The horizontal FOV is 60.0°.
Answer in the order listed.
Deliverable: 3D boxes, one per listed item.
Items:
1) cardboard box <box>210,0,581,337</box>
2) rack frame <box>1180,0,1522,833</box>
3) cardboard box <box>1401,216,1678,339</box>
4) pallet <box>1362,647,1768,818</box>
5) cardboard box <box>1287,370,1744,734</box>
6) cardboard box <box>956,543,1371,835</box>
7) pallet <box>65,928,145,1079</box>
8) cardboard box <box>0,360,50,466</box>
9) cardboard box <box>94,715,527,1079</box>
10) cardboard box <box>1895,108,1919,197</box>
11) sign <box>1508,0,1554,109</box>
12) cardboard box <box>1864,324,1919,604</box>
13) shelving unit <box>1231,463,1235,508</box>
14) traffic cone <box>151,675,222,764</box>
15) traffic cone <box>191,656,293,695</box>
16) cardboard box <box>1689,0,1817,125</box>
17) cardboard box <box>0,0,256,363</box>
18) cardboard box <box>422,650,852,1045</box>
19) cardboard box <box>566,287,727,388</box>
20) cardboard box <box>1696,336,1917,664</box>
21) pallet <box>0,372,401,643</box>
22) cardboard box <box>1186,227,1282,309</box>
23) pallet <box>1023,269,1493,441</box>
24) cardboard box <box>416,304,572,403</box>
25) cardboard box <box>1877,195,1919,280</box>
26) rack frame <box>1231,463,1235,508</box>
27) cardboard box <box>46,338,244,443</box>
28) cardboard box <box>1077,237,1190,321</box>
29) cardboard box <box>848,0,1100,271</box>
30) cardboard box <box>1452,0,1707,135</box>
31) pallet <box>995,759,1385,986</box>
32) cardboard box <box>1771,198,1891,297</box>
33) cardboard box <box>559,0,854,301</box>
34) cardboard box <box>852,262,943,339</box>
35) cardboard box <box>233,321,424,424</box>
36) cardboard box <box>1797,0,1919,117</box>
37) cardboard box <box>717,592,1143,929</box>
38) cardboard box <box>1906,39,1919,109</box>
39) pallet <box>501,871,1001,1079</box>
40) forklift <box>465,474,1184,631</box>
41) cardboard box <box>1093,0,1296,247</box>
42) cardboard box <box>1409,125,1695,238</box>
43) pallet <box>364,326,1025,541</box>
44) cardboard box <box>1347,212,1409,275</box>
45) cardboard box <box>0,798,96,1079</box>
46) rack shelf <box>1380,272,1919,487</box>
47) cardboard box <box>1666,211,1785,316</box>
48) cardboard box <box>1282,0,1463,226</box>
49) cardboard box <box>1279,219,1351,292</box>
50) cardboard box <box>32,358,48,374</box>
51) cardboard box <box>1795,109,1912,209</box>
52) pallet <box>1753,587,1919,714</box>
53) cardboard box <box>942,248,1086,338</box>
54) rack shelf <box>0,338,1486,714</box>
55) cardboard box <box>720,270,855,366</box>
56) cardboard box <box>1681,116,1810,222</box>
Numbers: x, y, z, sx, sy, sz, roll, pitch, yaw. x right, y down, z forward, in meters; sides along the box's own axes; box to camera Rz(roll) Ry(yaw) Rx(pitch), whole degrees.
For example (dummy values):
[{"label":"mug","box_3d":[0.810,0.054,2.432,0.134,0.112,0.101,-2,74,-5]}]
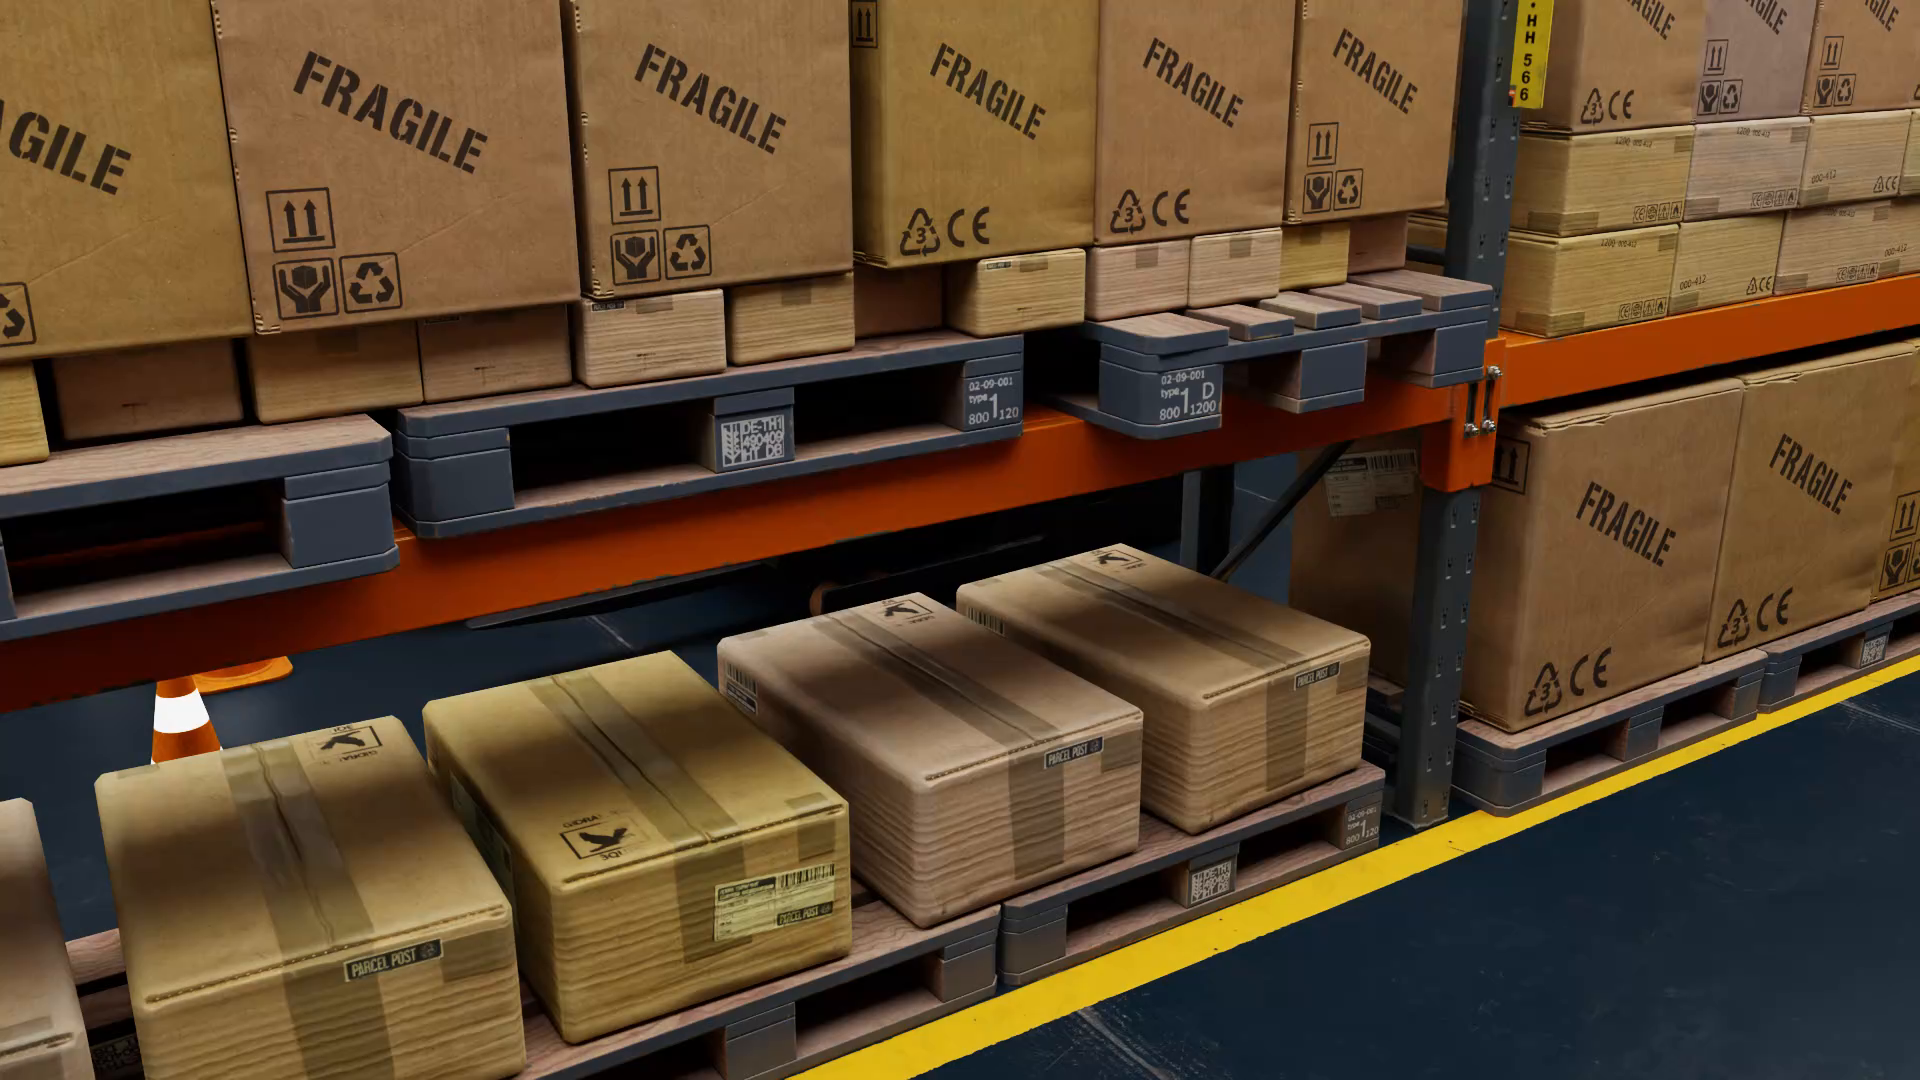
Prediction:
[{"label":"cardboard box","box_3d":[-0.960,-0.644,2.689,0.500,0.500,0.500,-12,22,-32]},{"label":"rack frame","box_3d":[0.993,-0.784,4.379,0.127,3.000,1.000,-12,22,-31]},{"label":"cardboard box","box_3d":[1.540,-0.731,4.459,0.500,0.250,0.500,-12,22,-32]},{"label":"pallet","box_3d":[1.693,0.419,5.177,1.213,0.211,1.003,-12,22,-31]},{"label":"cardboard box","box_3d":[1.616,-0.075,4.946,0.875,0.875,0.875,-12,22,-32]},{"label":"cardboard box","box_3d":[0.516,0.359,4.446,0.625,0.372,0.950,-14,23,-35]},{"label":"pallet","box_3d":[-1.698,1.104,3.148,1.213,0.211,1.003,-12,22,-31]},{"label":"cardboard box","box_3d":[-1.499,-0.213,2.429,0.250,0.149,0.380,-11,22,-30]},{"label":"cardboard box","box_3d":[-1.312,0.746,3.301,0.625,0.372,0.950,-10,21,-28]},{"label":"cardboard box","box_3d":[2.838,-1.234,5.164,0.500,0.250,0.500,-11,22,-30]},{"label":"sign","box_3d":[1.300,-1.151,3.782,0.005,0.325,0.100,-12,22,-31]},{"label":"cardboard box","box_3d":[3.110,-0.389,5.873,0.875,0.875,0.875,-11,22,-30]},{"label":"shelving unit","box_3d":[1.004,-0.708,6.952,0.258,1.200,0.189,-16,22,-40]},{"label":"traffic cone","box_3d":[-2.082,0.530,4.455,0.334,0.463,0.336,-12,22,-31]},{"label":"traffic cone","box_3d":[-2.390,0.211,5.397,0.334,0.463,0.336,-12,22,-31]},{"label":"cardboard box","box_3d":[1.949,-1.416,4.532,0.500,0.500,0.500,-12,22,-31]},{"label":"cardboard box","box_3d":[-1.380,-0.560,2.443,0.500,0.500,0.500,-12,22,-31]},{"label":"cardboard box","box_3d":[-0.733,0.623,3.665,0.625,0.372,0.950,-11,22,-30]},{"label":"cardboard box","box_3d":[-0.608,-0.394,2.963,0.250,0.149,0.380,-11,22,-29]},{"label":"cardboard box","box_3d":[2.363,-0.231,5.407,0.875,0.875,0.875,-12,22,-31]},{"label":"pallet","box_3d":[-1.629,-0.084,2.609,1.213,0.211,1.003,-12,22,-31]},{"label":"cardboard box","box_3d":[0.479,-0.620,3.631,0.250,0.149,0.380,-12,22,-32]},{"label":"pallet","box_3d":[0.457,-0.539,3.954,1.003,0.211,1.213,-12,22,-31]},{"label":"cardboard box","box_3d":[-0.859,-0.361,2.865,0.250,0.149,0.380,-12,22,-31]},{"label":"cardboard box","box_3d":[2.811,-1.005,5.269,0.500,0.250,0.500,-12,22,-31]},{"label":"rack frame","box_3d":[1.066,-0.690,6.886,0.240,1.200,0.006,-16,22,-40]},{"label":"cardboard box","box_3d":[-1.304,-0.284,2.637,0.250,0.149,0.380,-10,21,-28]},{"label":"cardboard box","box_3d":[0.264,-0.578,3.506,0.250,0.149,0.380,-13,23,-34]},{"label":"cardboard box","box_3d":[-0.080,-0.833,3.249,0.500,0.500,0.500,-14,23,-35]},{"label":"cardboard box","box_3d":[1.540,-1.326,4.266,0.500,0.500,0.500,-13,22,-33]},{"label":"pallet","box_3d":[0.340,0.675,4.419,1.213,0.211,1.003,-12,22,-31]},{"label":"cardboard box","box_3d":[2.401,-0.917,5.009,0.500,0.250,0.500,-11,22,-30]},{"label":"cardboard box","box_3d":[-0.537,-0.737,2.966,0.500,0.500,0.500,-13,23,-34]},{"label":"cardboard box","box_3d":[-0.237,-0.515,3.321,0.250,0.149,0.380,-12,22,-31]},{"label":"cardboard box","box_3d":[-1.066,-0.318,2.738,0.250,0.149,0.380,-12,22,-31]},{"label":"cardboard box","box_3d":[2.389,-1.503,4.790,0.500,0.500,0.500,-11,22,-30]},{"label":"cardboard box","box_3d":[-0.096,0.491,4.055,0.625,0.372,0.950,-12,22,-32]},{"label":"cardboard box","box_3d":[2.812,-1.591,5.050,0.500,0.500,0.500,-12,22,-31]},{"label":"pallet","box_3d":[-0.678,0.888,3.788,1.213,0.211,1.003,-12,22,-31]},{"label":"forklift","box_3d":[-0.509,-1.270,5.924,3.031,2.935,1.130,-13,23,-34]},{"label":"cardboard box","box_3d":[0.341,-0.922,3.513,0.500,0.500,0.500,-12,22,-32]},{"label":"cardboard box","box_3d":[1.552,-0.973,4.391,0.500,0.250,0.500,-12,22,-32]},{"label":"pallet","box_3d":[-0.638,-0.333,3.346,1.213,0.211,1.003,-12,22,-31]},{"label":"cardboard box","box_3d":[0.849,-0.743,3.995,0.250,0.149,0.380,-11,22,-29]},{"label":"cardboard box","box_3d":[-1.911,0.874,2.924,0.625,0.372,0.950,-12,22,-31]},{"label":"rack shelf","box_3d":[2.664,-0.795,5.536,4.000,0.370,1.077,-12,22,-31]},{"label":"cardboard box","box_3d":[1.959,-0.827,4.740,0.500,0.250,0.500,-13,22,-33]},{"label":"cardboard box","box_3d":[0.766,-1.016,3.791,0.500,0.500,0.500,-13,22,-33]},{"label":"cardboard box","box_3d":[0.665,-0.676,3.798,0.250,0.149,0.380,-12,22,-31]},{"label":"cardboard box","box_3d":[-1.644,-0.420,3.040,0.250,0.149,0.380,-12,22,-32]},{"label":"cardboard box","box_3d":[2.408,-1.148,4.910,0.500,0.250,0.500,-12,22,-32]},{"label":"pallet","box_3d":[2.711,0.205,5.808,1.213,0.211,1.003,-12,22,-31]},{"label":"cardboard box","box_3d":[0.042,-0.525,3.352,0.250,0.149,0.380,-11,22,-30]},{"label":"rack shelf","box_3d":[-0.677,-0.090,3.452,4.000,0.370,1.077,-12,22,-31]},{"label":"cardboard box","box_3d":[-0.402,-0.449,3.125,0.250,0.149,0.380,-13,22,-33]},{"label":"cardboard box","box_3d":[1.984,-1.063,4.660,0.500,0.250,0.500,-11,22,-30]}]
